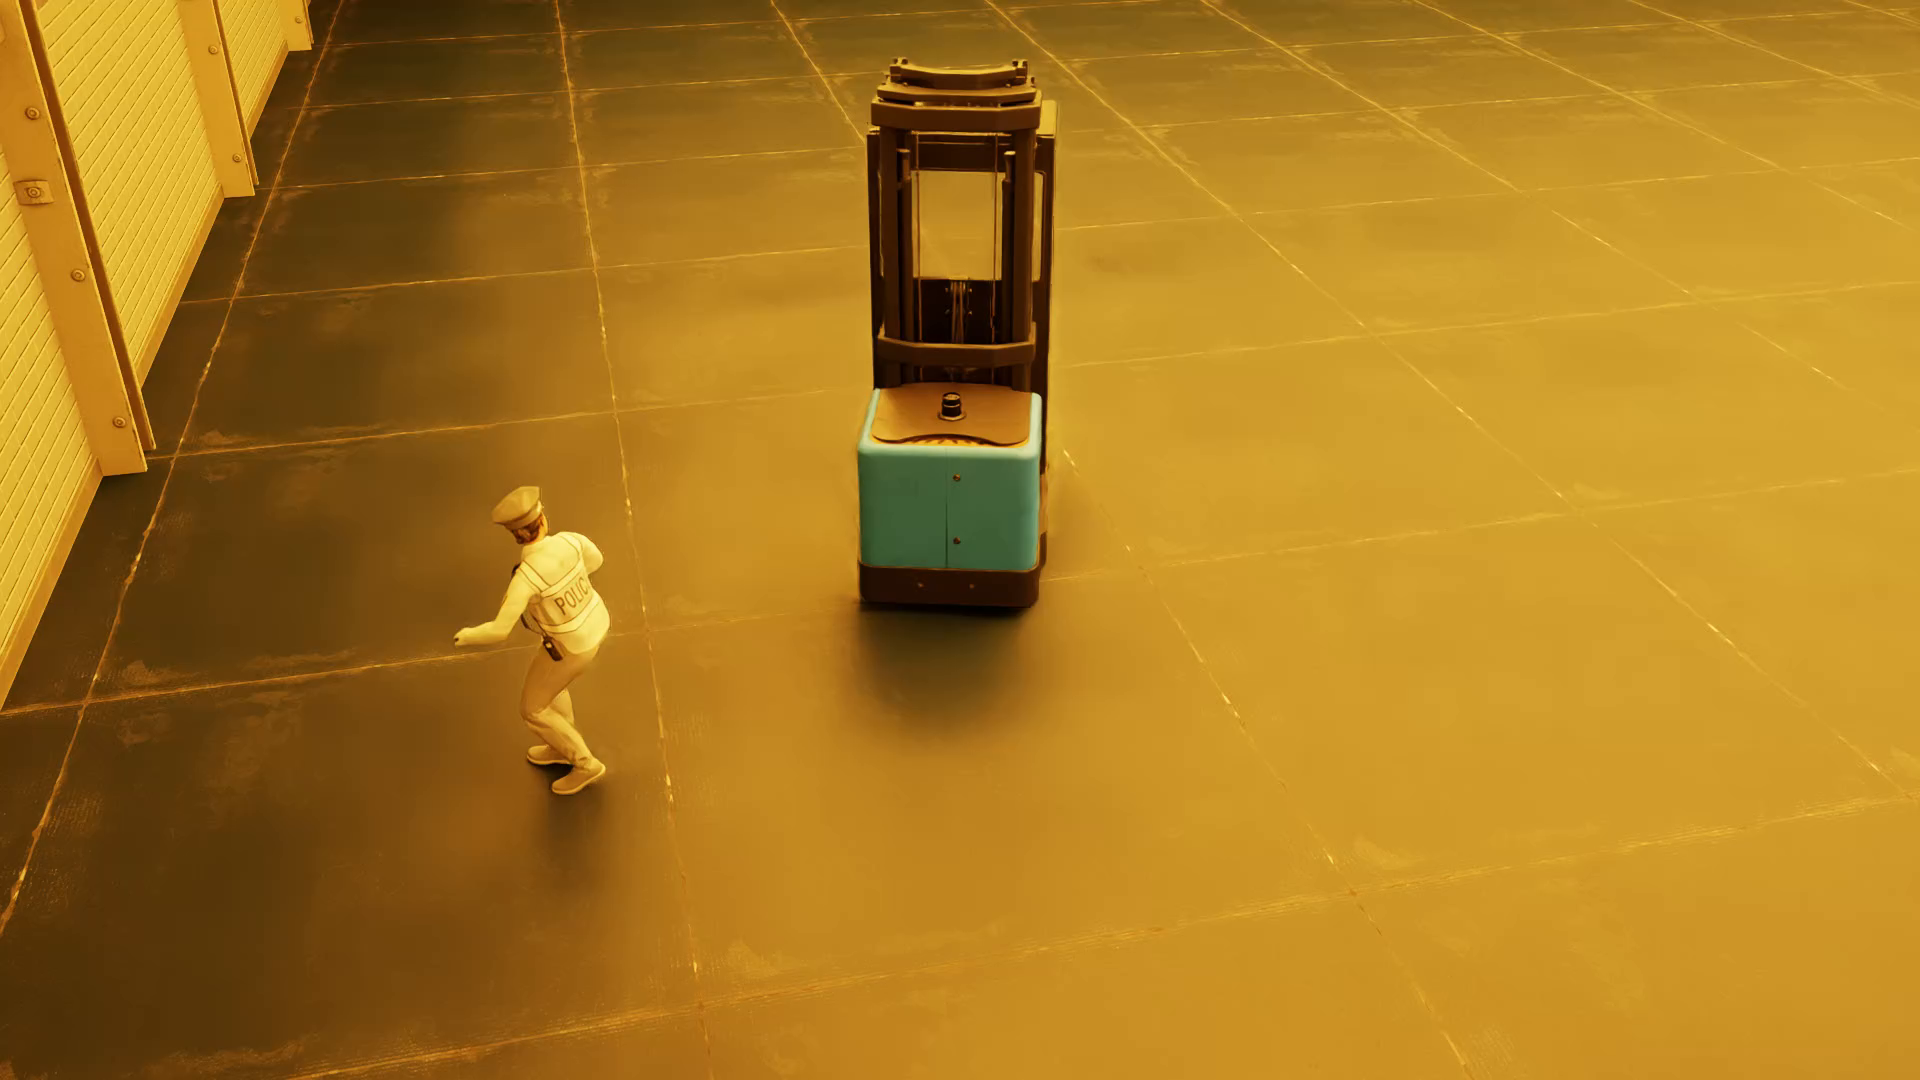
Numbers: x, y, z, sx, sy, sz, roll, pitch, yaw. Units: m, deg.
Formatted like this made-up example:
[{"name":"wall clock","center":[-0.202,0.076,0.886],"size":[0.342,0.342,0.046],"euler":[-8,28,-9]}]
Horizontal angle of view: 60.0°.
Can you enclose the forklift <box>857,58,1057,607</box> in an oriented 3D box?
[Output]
[{"name":"forklift","center":[0.021,-1.585,10.313],"size":[1.130,2.935,3.031],"euler":[2,30,3]}]

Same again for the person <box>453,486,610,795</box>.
[{"name":"person","center":[-2.059,0.468,8.114],"size":[0.672,1.594,0.742],"euler":[8,31,13]}]
